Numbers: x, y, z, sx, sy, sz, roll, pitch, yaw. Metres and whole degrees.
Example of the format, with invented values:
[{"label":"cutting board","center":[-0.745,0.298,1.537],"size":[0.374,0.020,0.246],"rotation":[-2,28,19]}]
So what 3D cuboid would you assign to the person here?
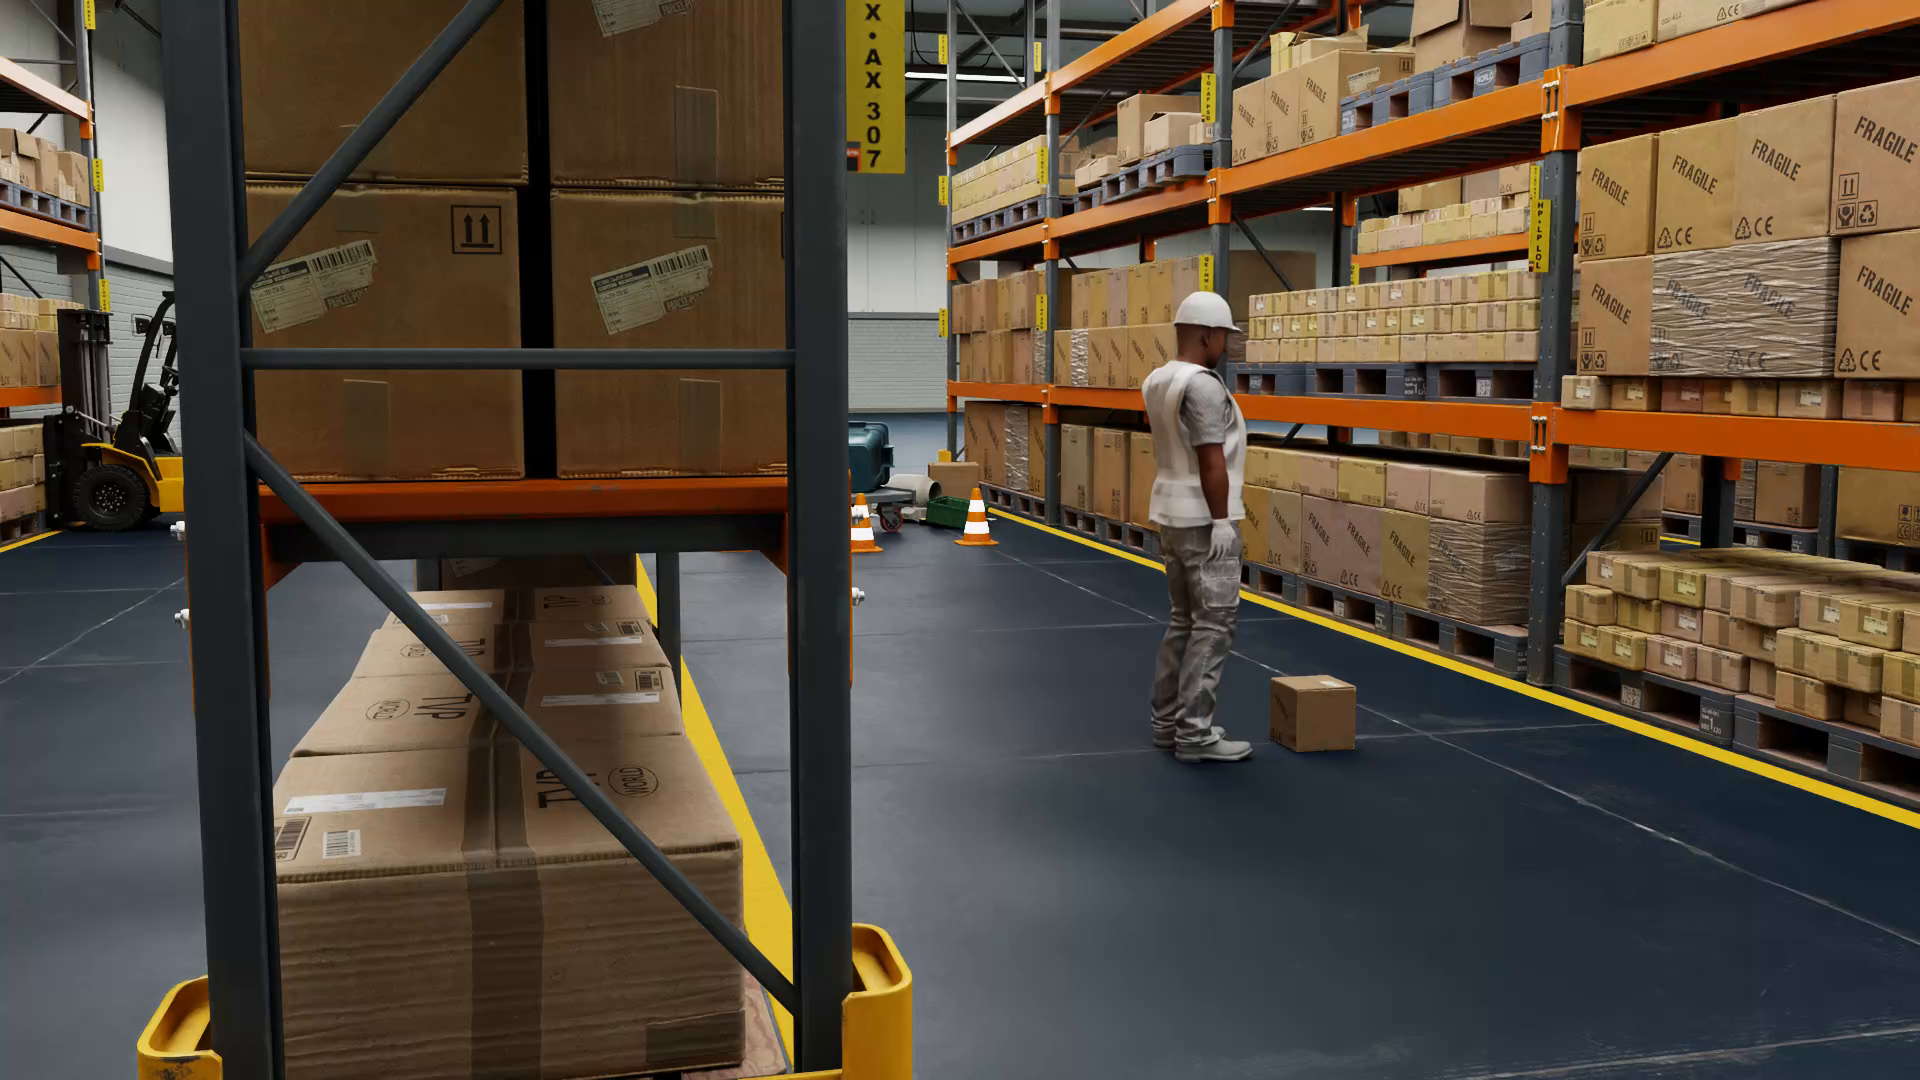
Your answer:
[{"label":"person","center":[0.910,-0.060,6.402],"size":[0.362,1.775,0.549],"rotation":[-1,6,-13]}]
